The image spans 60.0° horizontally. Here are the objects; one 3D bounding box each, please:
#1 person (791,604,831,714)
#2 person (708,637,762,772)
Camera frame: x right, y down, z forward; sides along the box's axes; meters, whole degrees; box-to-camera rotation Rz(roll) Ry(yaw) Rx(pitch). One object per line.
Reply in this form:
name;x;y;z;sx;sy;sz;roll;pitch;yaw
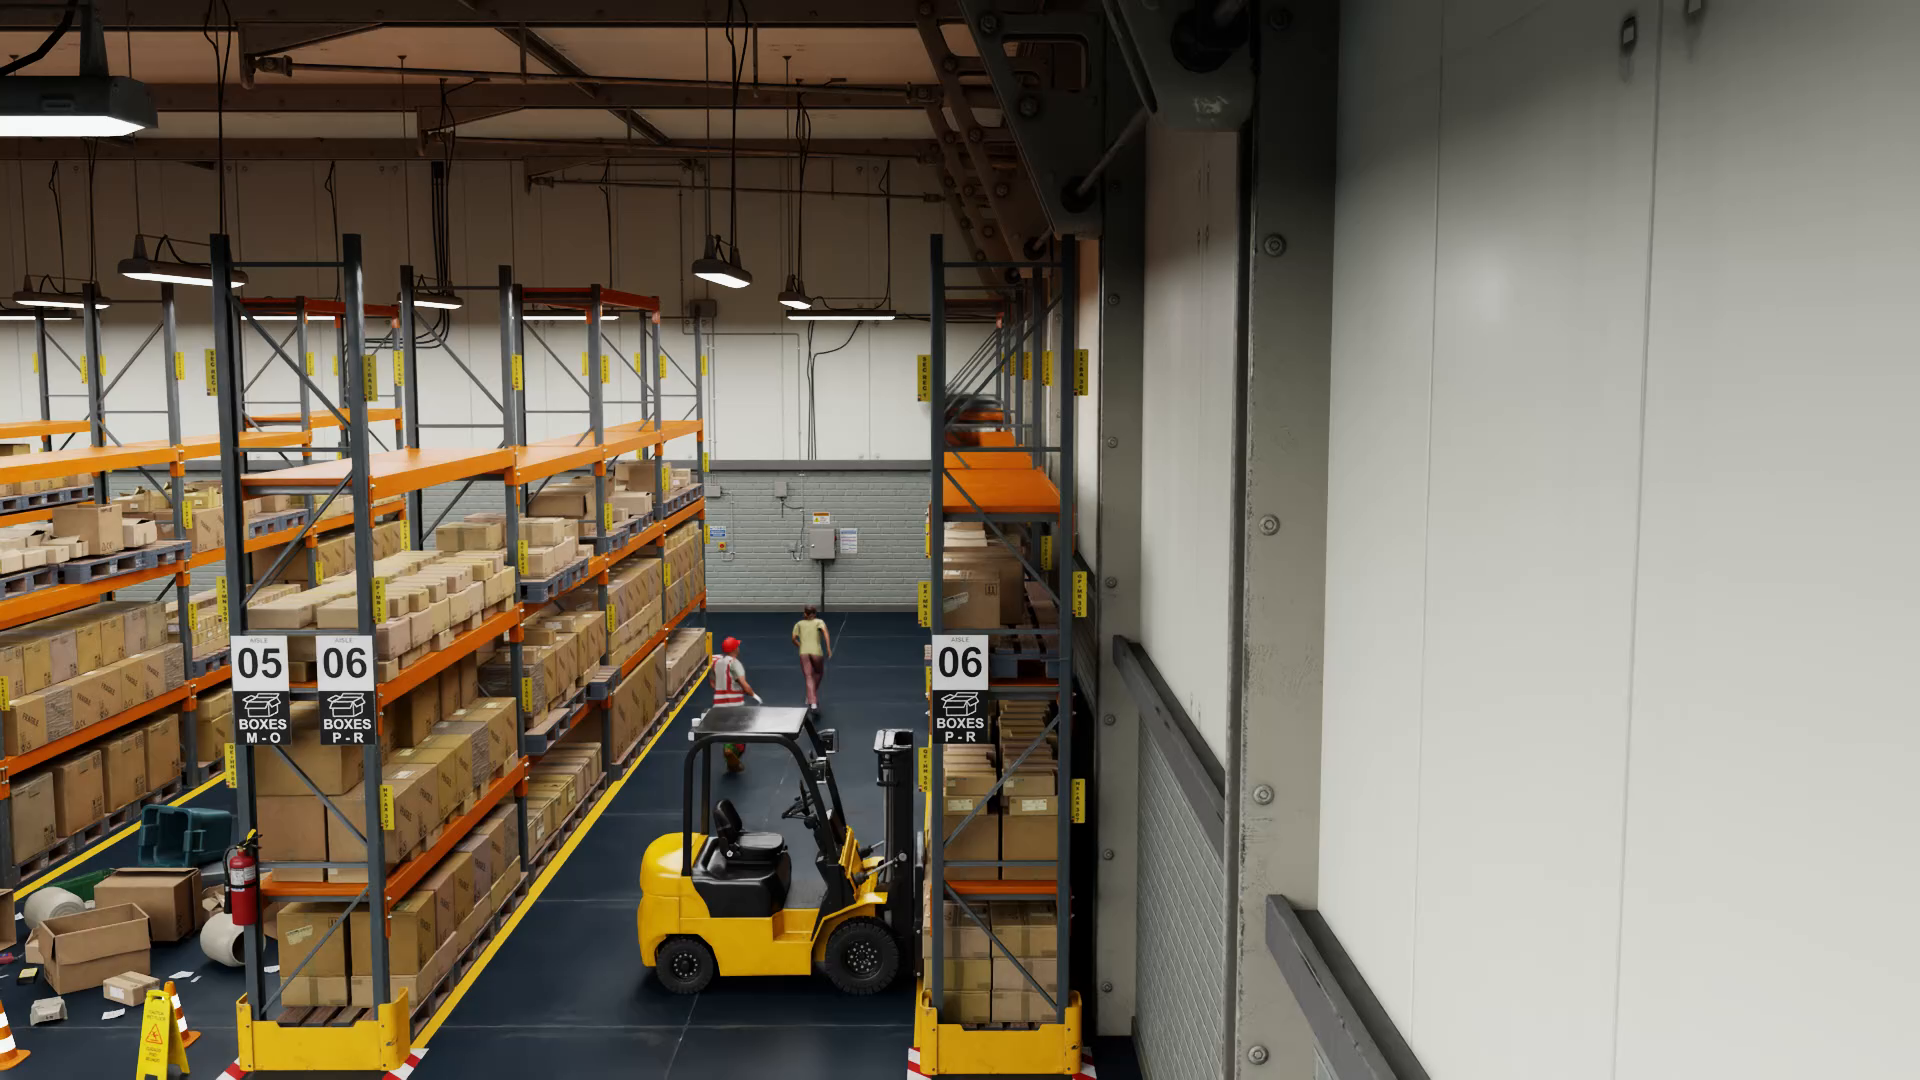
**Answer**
person;-2.165;1.739;24.096;0.595;1.520;1.001;0;6;-1
person;-2.850;2.065;20.712;0.774;1.695;0.582;3;7;25
